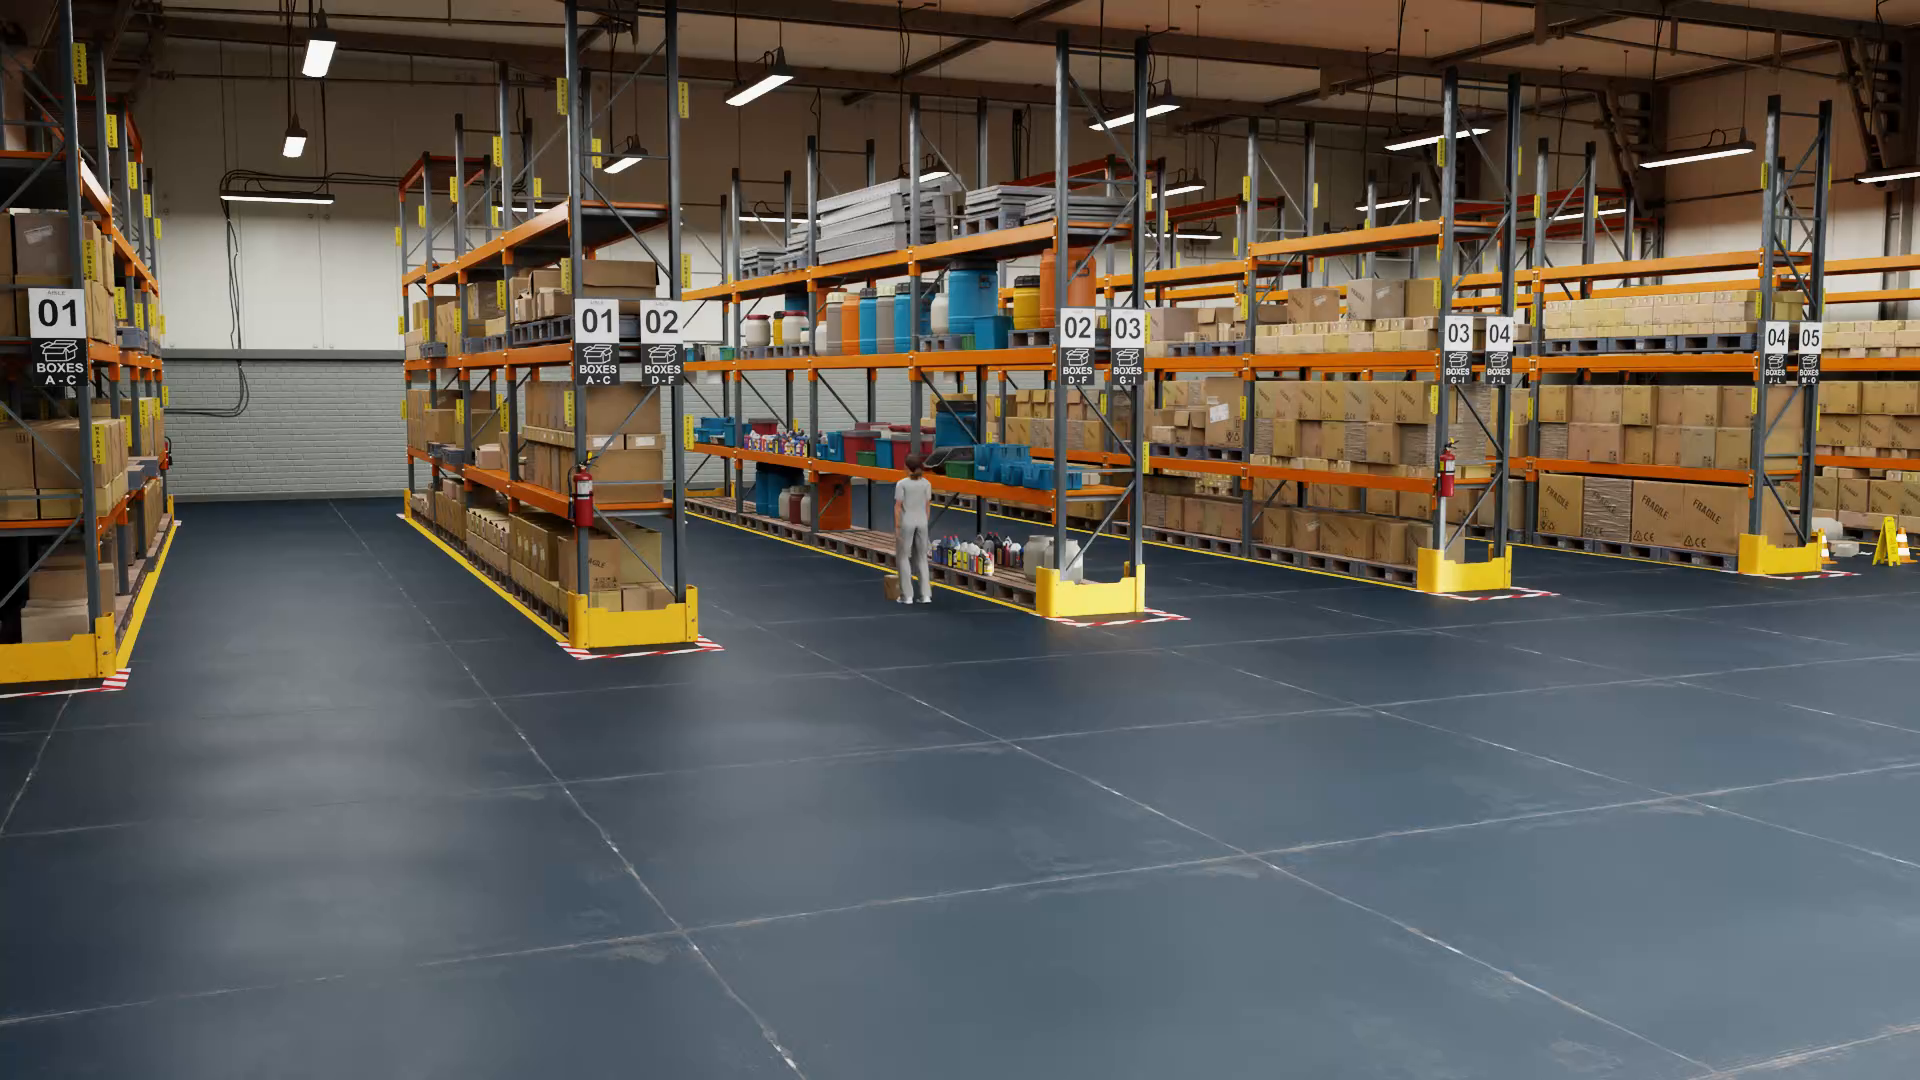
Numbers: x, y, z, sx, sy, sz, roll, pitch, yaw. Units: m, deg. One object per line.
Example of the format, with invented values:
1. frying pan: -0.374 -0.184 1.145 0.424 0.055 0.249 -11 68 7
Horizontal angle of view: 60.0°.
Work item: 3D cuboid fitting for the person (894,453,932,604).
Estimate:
1. person: -0.526 -0.114 18.352 0.438 1.686 0.373 -2 6 -22
